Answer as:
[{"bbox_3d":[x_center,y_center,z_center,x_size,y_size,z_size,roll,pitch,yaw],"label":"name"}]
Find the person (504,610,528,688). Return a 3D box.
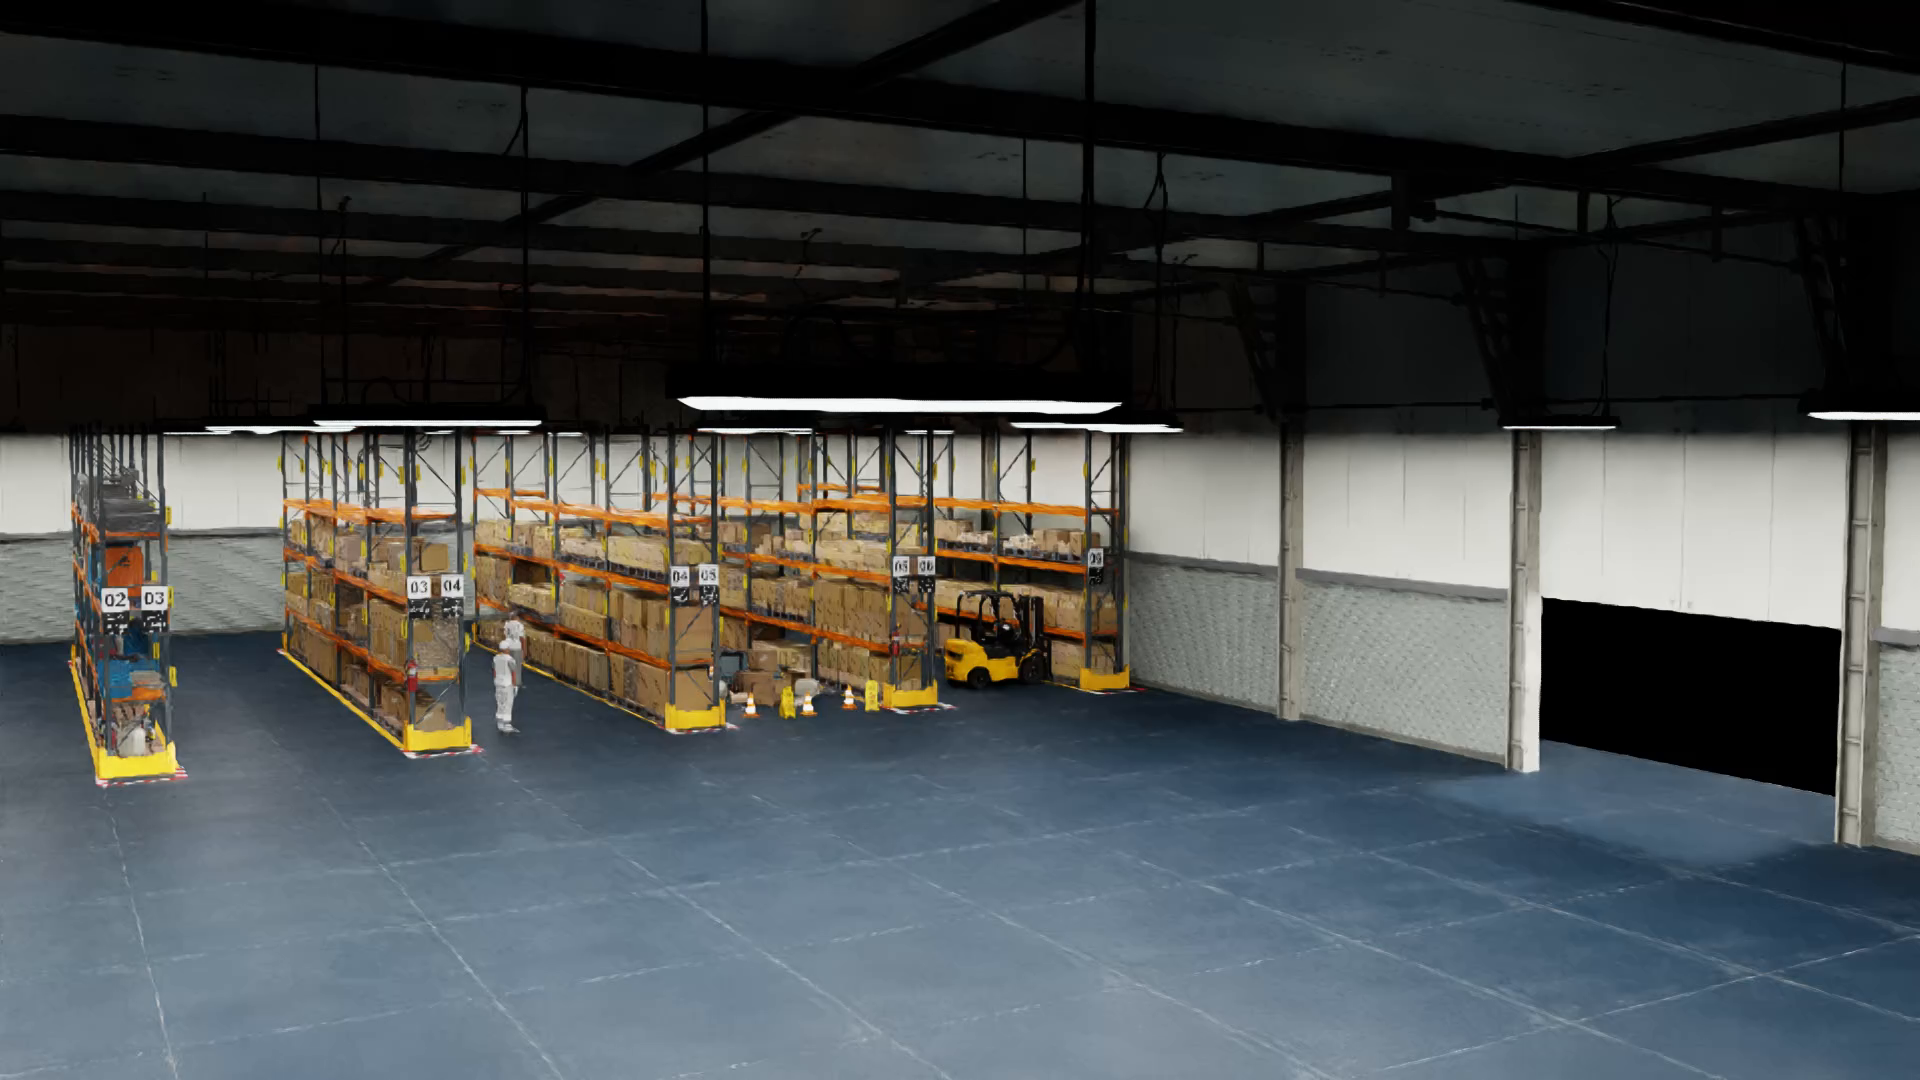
[{"bbox_3d":[-10.158,2.483,38.041,0.595,1.762,0.475,2,4,29],"label":"person"}]

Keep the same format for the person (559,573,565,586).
[{"bbox_3d":[-11.564,1.844,48.340,0.660,1.791,0.525,3,5,44],"label":"person"}]

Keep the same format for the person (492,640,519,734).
[{"bbox_3d":[-8.767,2.822,32.153,0.600,1.787,0.443,2,4,30],"label":"person"}]
